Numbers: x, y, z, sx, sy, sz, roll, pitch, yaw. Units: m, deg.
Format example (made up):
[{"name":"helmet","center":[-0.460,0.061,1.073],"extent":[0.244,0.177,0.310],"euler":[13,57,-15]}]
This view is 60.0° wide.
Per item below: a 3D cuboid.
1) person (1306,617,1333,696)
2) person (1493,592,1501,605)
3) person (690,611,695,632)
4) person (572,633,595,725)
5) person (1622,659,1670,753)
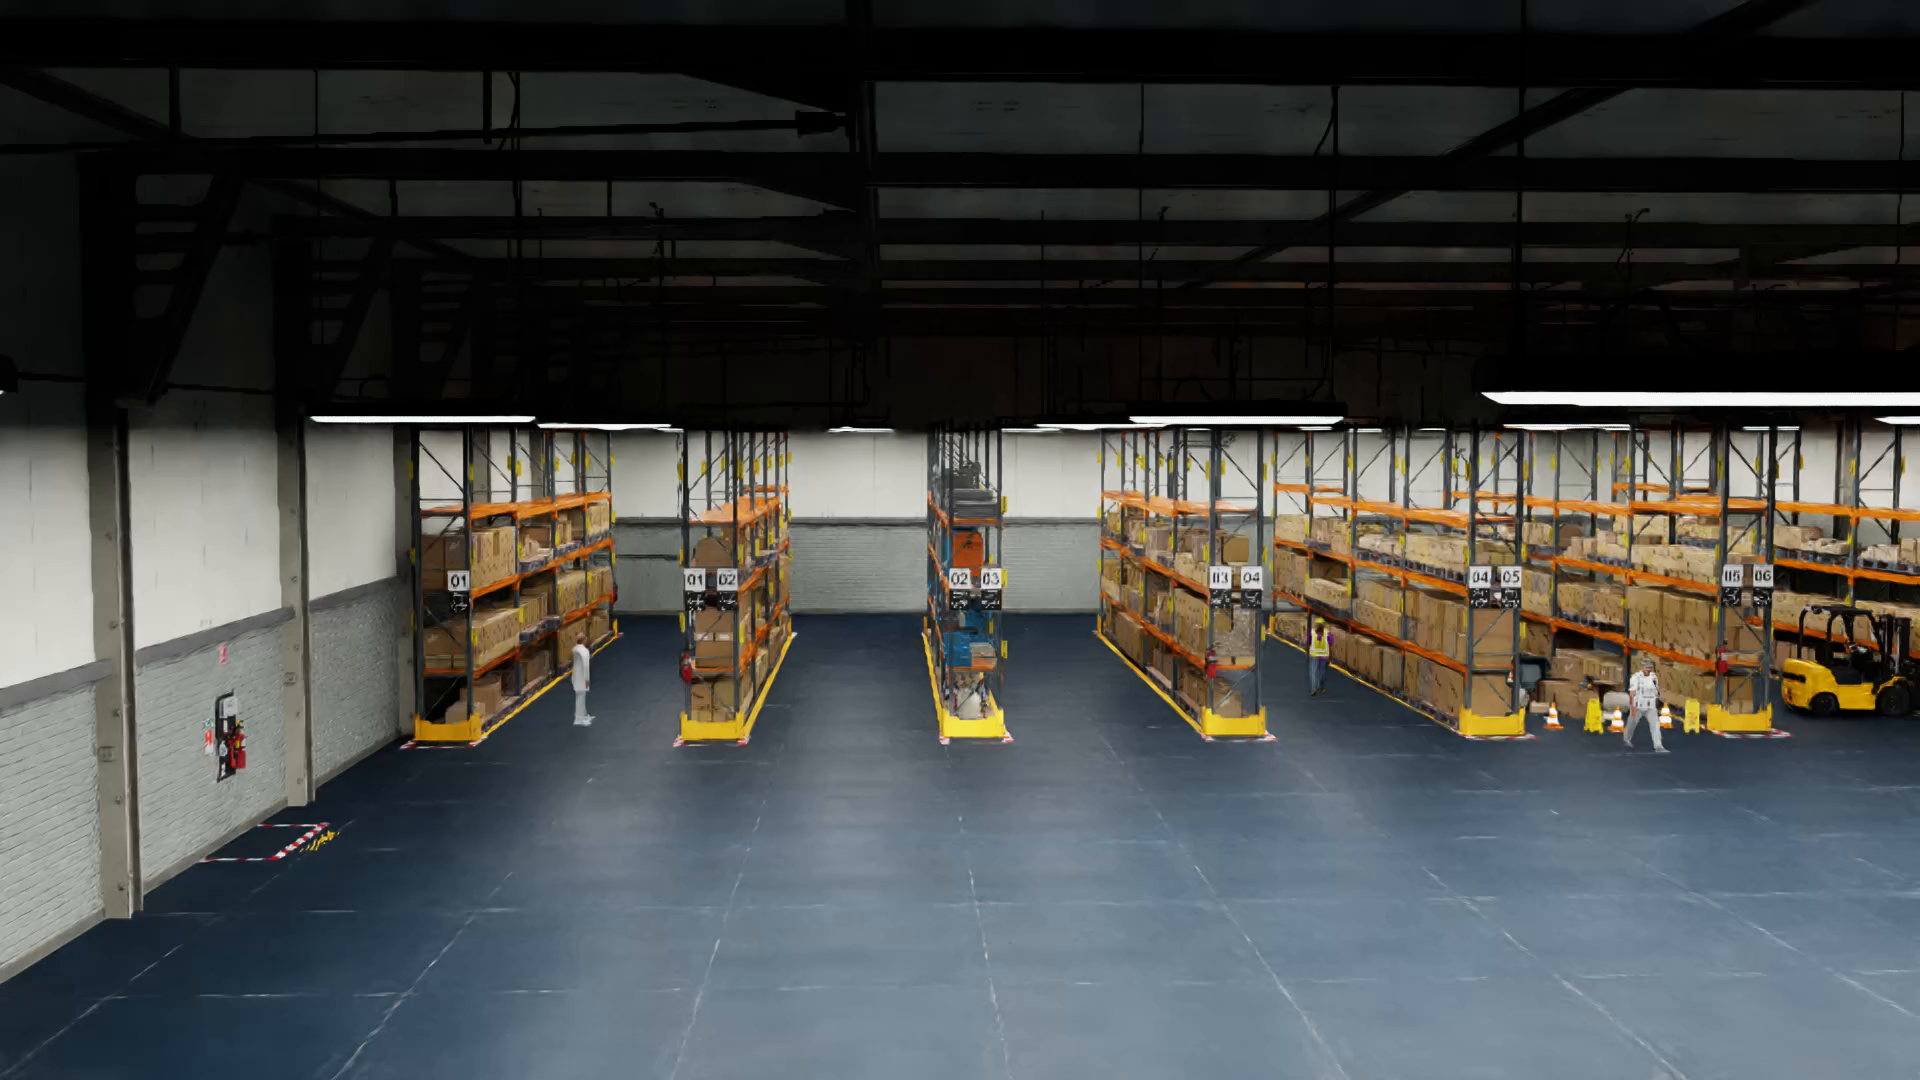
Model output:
[{"name":"person","center":[7.874,2.532,36.383],"extent":[0.570,1.707,1.036],"euler":[0,4,6]},{"name":"person","center":[13.304,2.180,41.193],"extent":[0.594,1.782,0.678],"euler":[1,4,19]},{"name":"person","center":[-6.961,2.088,44.075],"extent":[0.495,1.589,1.086],"euler":[0,4,0]},{"name":"person","center":[-7.395,2.718,32.722],"extent":[0.520,1.788,0.656],"euler":[-2,4,-31]},{"name":"person","center":[12.273,2.949,29.836],"extent":[0.541,1.671,1.116],"euler":[0,4,-5]}]
